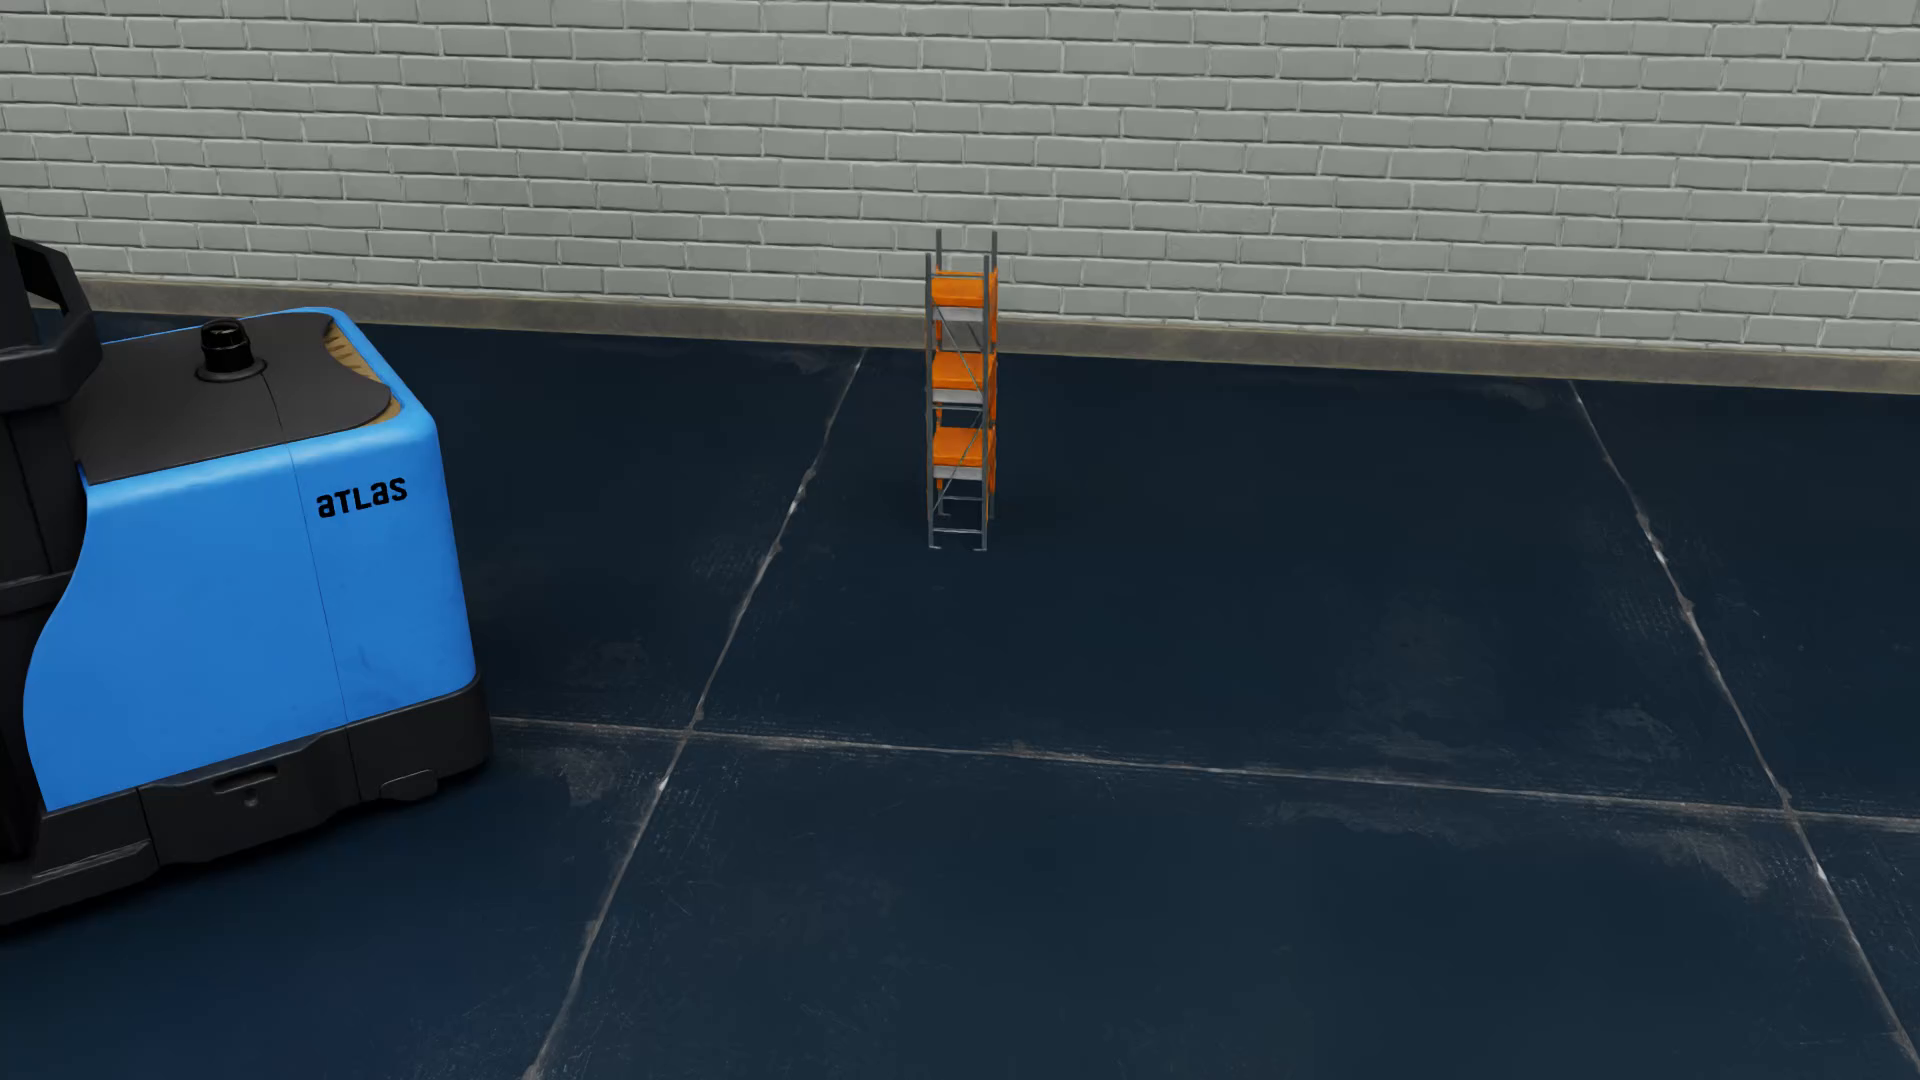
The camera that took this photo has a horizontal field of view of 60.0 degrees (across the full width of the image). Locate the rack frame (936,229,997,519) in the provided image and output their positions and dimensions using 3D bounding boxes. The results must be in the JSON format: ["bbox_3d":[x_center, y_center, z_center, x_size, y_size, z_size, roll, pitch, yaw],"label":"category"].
[{"bbox_3d":[0.022,-0.545,5.654,0.200,1.050,0.008,3,28,6],"label":"rack frame"}]

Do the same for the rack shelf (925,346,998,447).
[{"bbox_3d":[0.007,-0.478,5.553,0.215,0.259,0.240,3,28,6],"label":"rack shelf"}]

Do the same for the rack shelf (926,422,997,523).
[{"bbox_3d":[0.007,-0.233,5.685,0.215,0.259,0.240,3,28,6],"label":"rack shelf"}]

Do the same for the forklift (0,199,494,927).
[{"bbox_3d":[-2.798,-0.469,3.531,3.031,2.935,1.130,-16,32,-28],"label":"forklift"}]

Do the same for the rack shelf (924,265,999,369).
[{"bbox_3d":[0.007,-0.728,5.418,0.215,0.259,0.240,3,28,6],"label":"rack shelf"}]

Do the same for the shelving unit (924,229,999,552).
[{"bbox_3d":[0.007,-0.487,5.548,0.215,1.050,0.252,3,28,6],"label":"shelving unit"}]

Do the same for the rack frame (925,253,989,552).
[{"bbox_3d":[-0.008,-0.430,5.441,0.200,1.050,0.008,3,28,6],"label":"rack frame"}]
